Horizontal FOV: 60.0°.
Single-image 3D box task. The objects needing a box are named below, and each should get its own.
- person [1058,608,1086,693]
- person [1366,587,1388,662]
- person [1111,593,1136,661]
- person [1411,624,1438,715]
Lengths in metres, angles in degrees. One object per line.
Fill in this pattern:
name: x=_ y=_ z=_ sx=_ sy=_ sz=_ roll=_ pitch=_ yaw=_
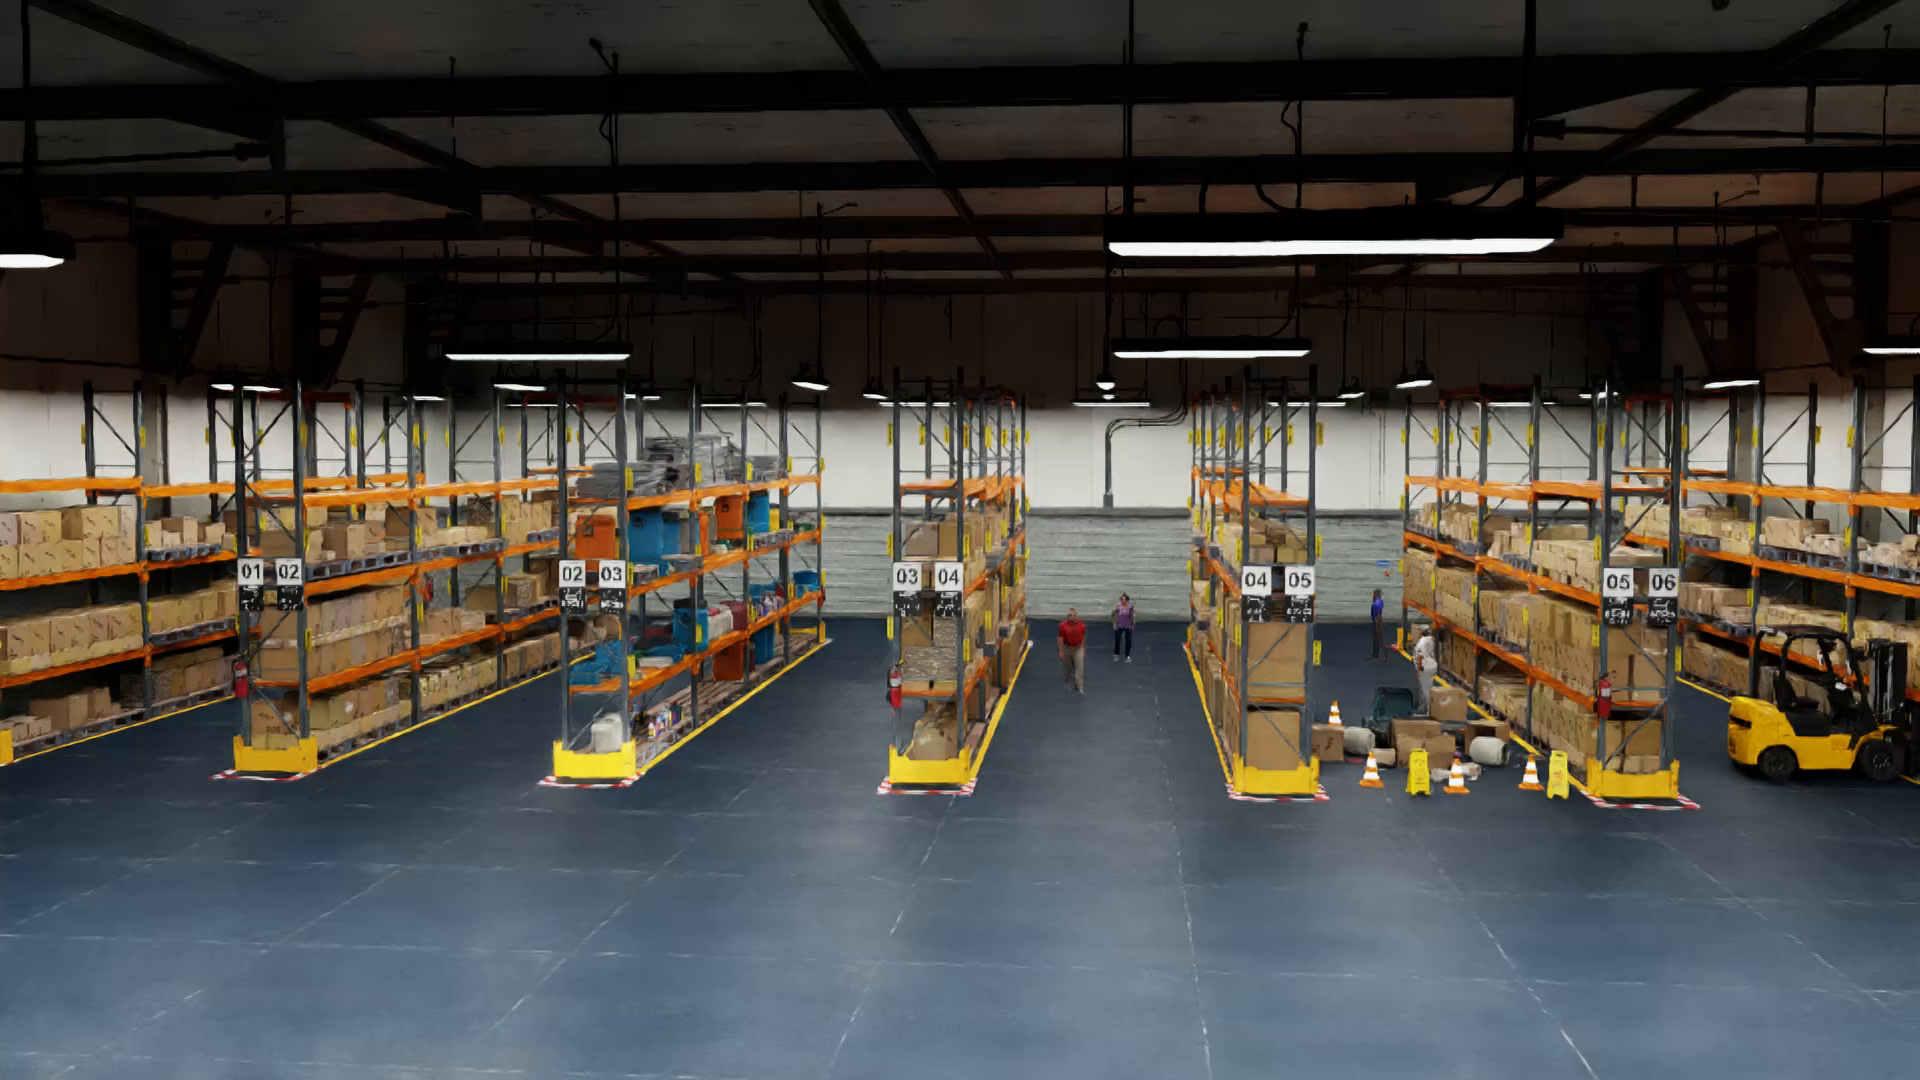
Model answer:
person: x=2.183 y=2.140 z=32.457 sx=0.547 sy=1.640 sz=1.116 roll=0 pitch=4 yaw=3
person: x=9.279 y=1.873 z=36.965 sx=0.487 sy=1.653 sz=0.650 roll=1 pitch=4 yaw=13
person: x=3.640 y=1.938 z=37.048 sx=0.566 sy=1.541 sz=0.519 roll=0 pitch=4 yaw=3
person: x=8.242 y=2.323 z=29.593 sx=0.563 sy=1.655 sz=0.597 roll=2 pitch=4 yaw=32
